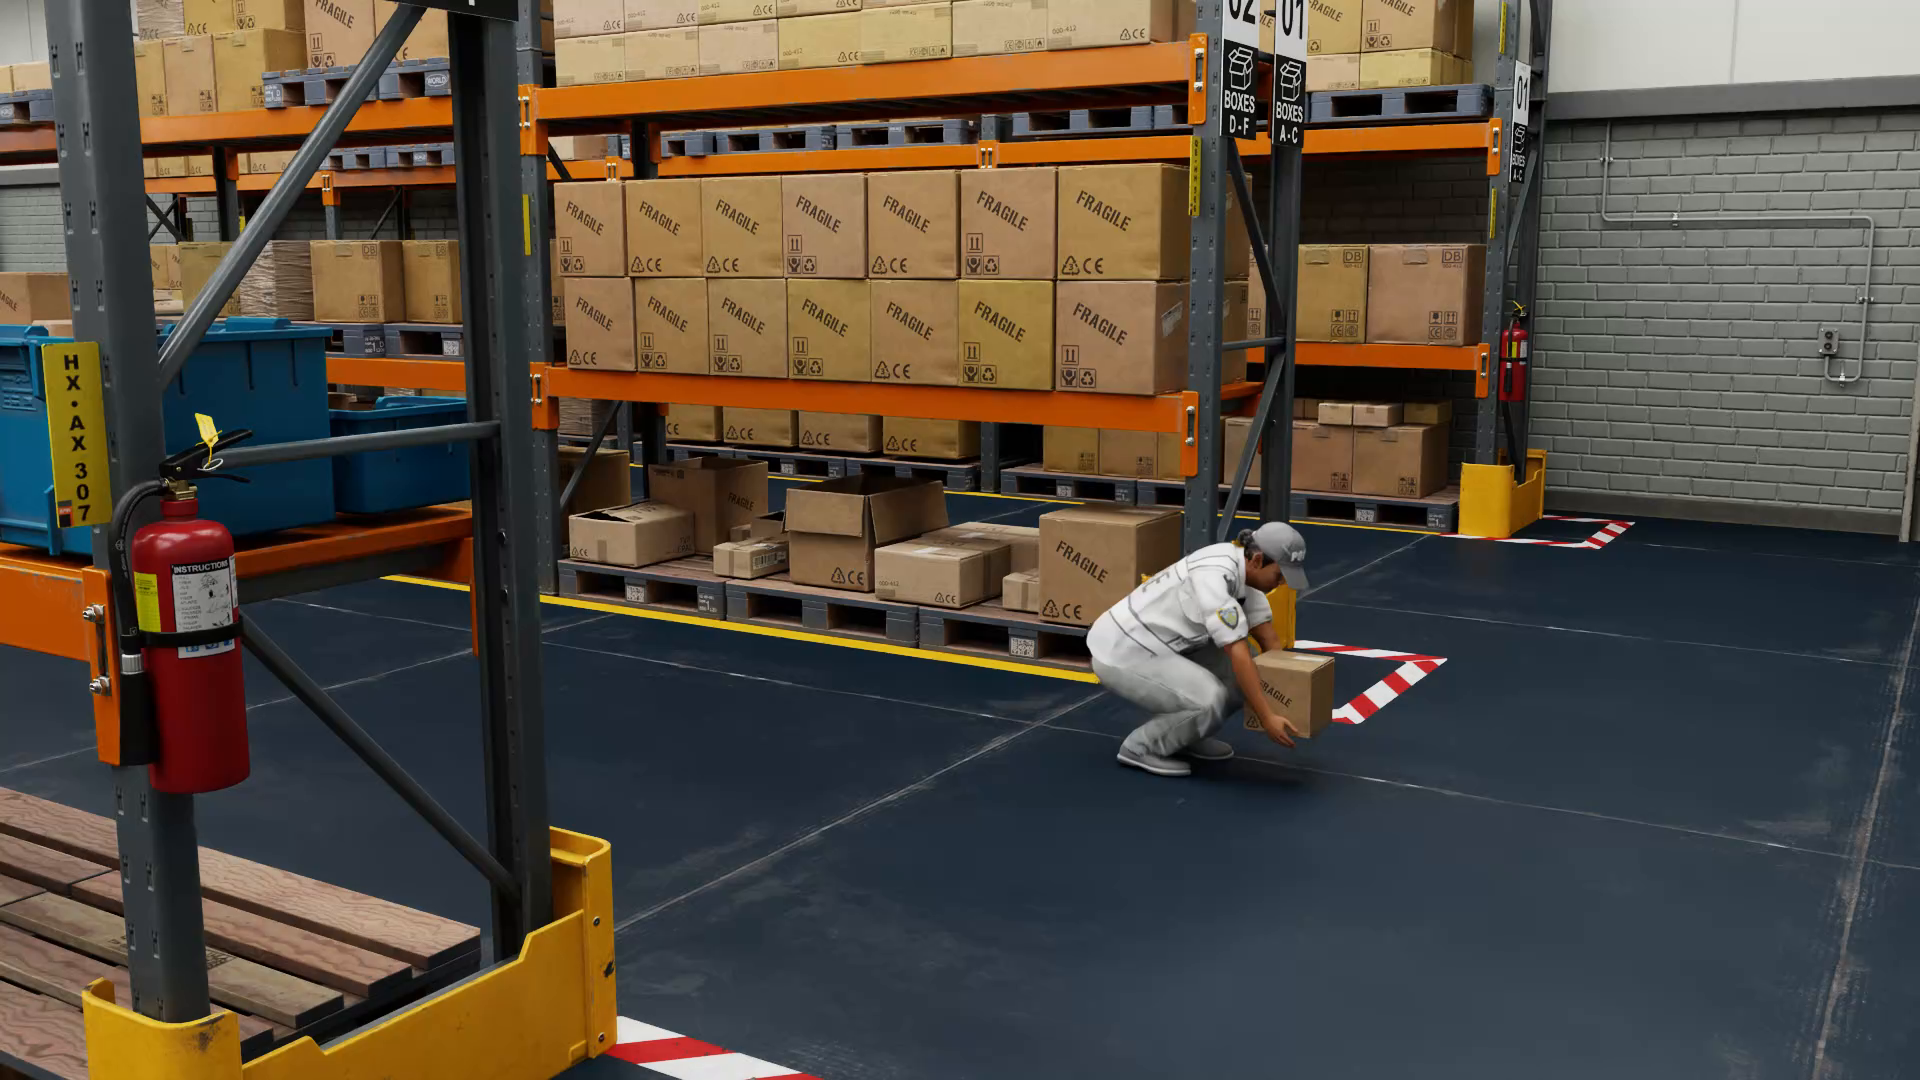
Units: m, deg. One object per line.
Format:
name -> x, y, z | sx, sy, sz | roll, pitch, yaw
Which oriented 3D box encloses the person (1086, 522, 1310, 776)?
person -> 0.911, 0.393, 6.233 | 0.858, 0.956, 0.505 | 6, 11, 30
